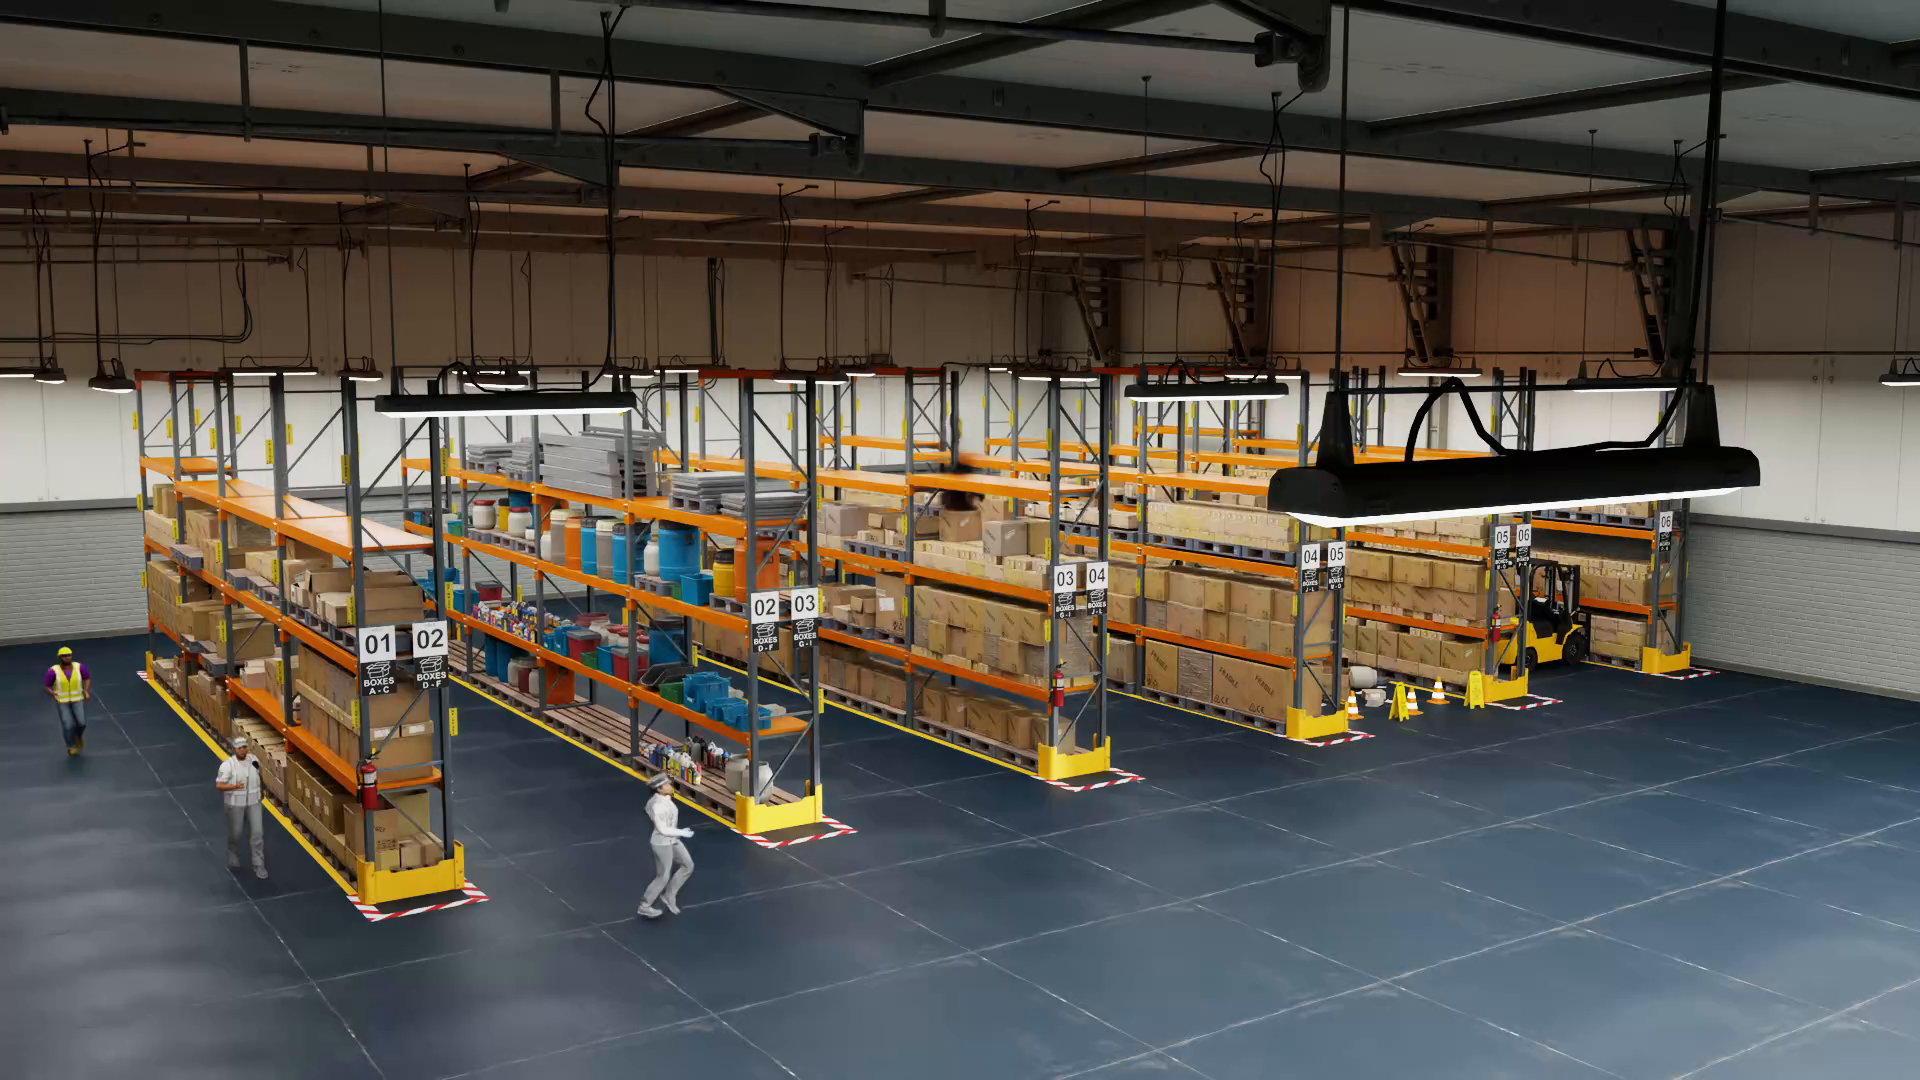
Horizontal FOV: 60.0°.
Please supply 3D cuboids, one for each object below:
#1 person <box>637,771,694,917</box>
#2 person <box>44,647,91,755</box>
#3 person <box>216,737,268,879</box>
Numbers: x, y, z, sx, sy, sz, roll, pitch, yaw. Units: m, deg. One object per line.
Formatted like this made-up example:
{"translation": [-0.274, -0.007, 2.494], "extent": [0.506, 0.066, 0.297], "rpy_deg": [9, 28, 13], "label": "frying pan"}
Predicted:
{"translation": [-3.301, 3.406, 18.664], "extent": [0.652, 1.678, 0.623], "rpy_deg": [0, 6, -3], "label": "person"}
{"translation": [-13.959, 2.529, 26.077], "extent": [0.674, 1.721, 0.569], "rpy_deg": [-5, 8, -35], "label": "person"}
{"translation": [-8.685, 3.204, 20.150], "extent": [0.602, 1.660, 0.913], "rpy_deg": [-5, 8, -39], "label": "person"}
